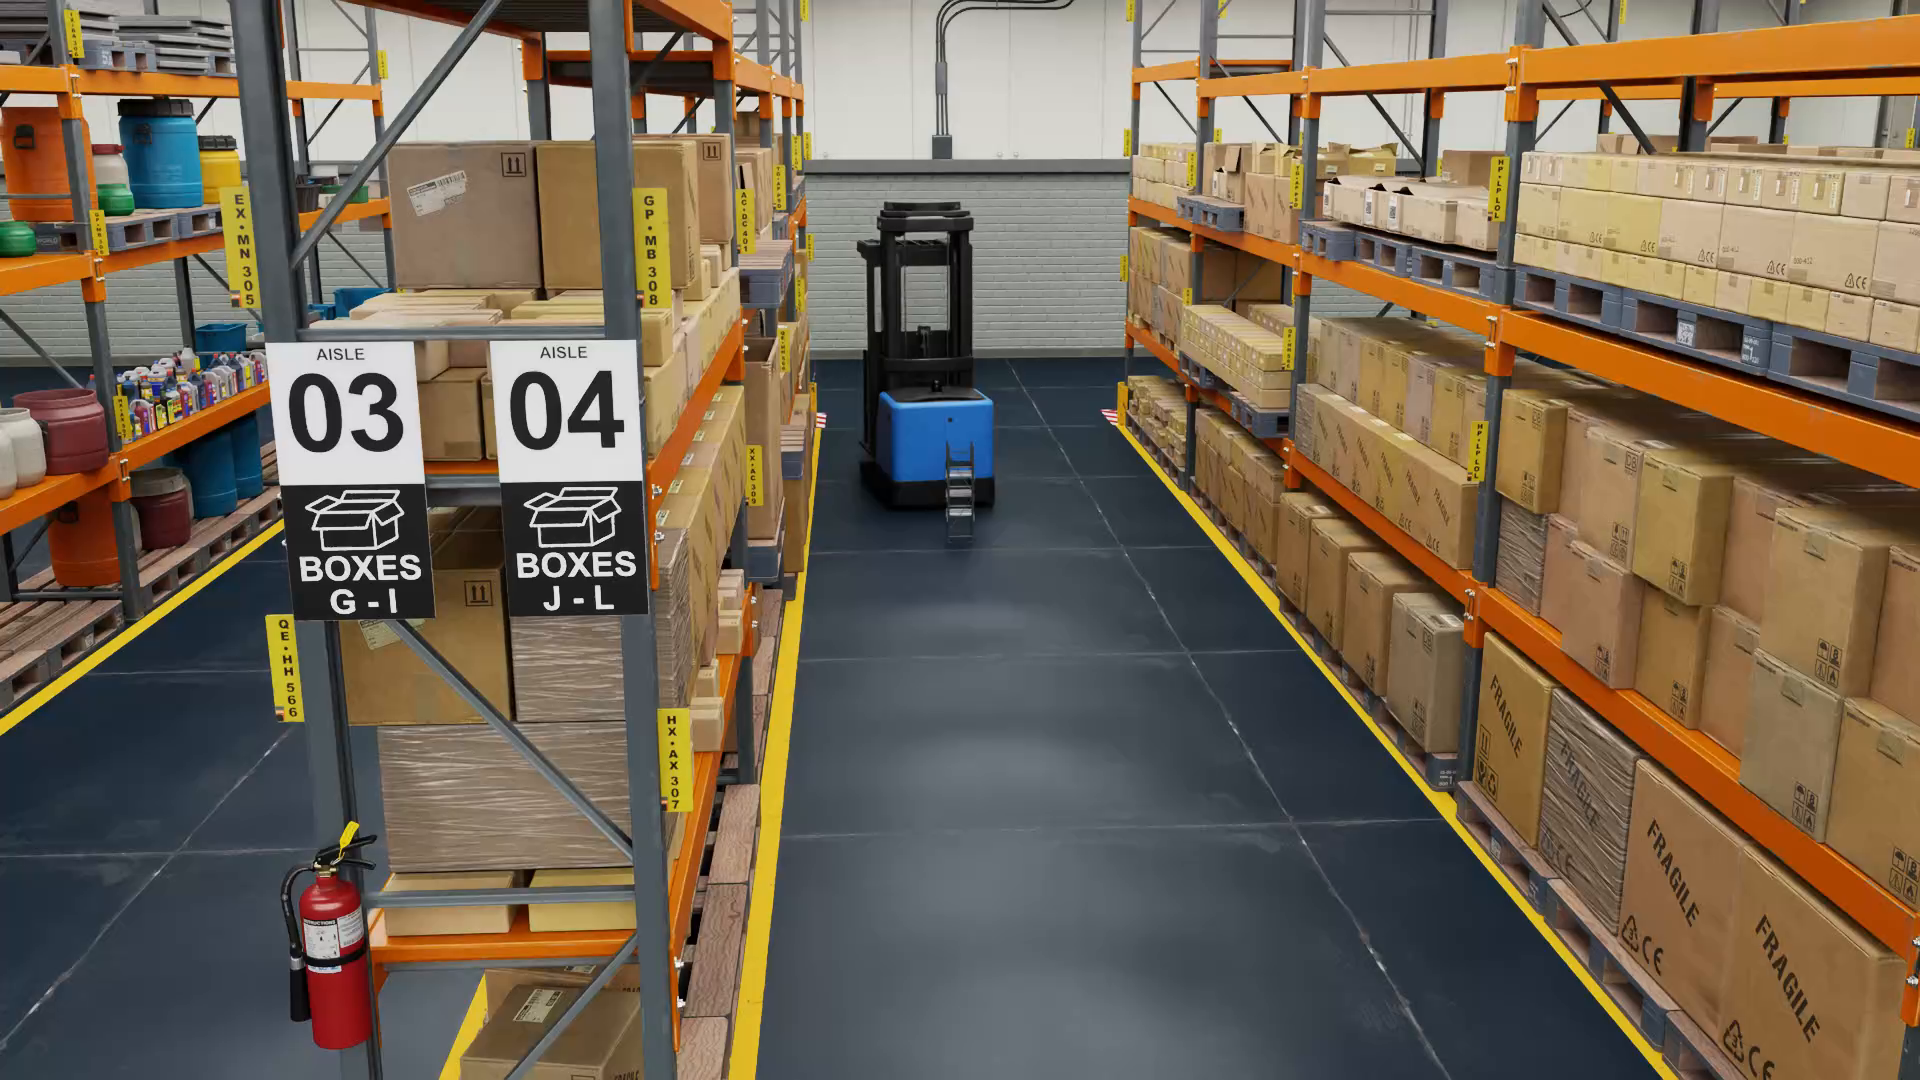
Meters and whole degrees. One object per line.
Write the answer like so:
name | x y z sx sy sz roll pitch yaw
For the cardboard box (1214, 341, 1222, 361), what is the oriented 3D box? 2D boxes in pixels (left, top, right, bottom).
cardboard box | 2.487 -1.684 14.840 0.380 0.149 0.250 -1 14 -5

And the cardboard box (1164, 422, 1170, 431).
cardboard box | 2.469 -1.253 18.382 0.380 0.149 0.250 -1 14 -2

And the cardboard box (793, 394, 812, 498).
cardboard box | -2.075 -0.917 16.214 1.225 0.875 0.875 -1 14 -3

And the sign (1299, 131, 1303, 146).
sign | 3.376 -3.856 16.368 0.100 0.325 0.005 -1 14 -3

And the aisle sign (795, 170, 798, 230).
aisle sign | -2.087 -4.177 20.249 0.394 0.787 0.004 -1 14 -3

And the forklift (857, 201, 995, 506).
forklift | -0.465 -2.075 17.433 1.130 2.935 3.031 -3 15 -12

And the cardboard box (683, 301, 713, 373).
cardboard box | -1.265 -0.801 6.626 0.500 0.250 0.500 0 14 -2

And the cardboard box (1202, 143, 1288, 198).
cardboard box | 2.736 -3.561 16.007 0.700 0.500 0.500 -1 14 -3

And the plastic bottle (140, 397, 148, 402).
plastic bottle | -6.603 -1.023 13.466 0.097 0.271 0.097 0 14 0

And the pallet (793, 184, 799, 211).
pallet | -2.175 -3.514 17.047 1.003 0.211 1.213 -1 14 -3

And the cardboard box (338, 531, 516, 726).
cardboard box | -1.672 0.274 5.362 0.500 0.500 0.500 -1 14 -3

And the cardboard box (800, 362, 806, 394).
cardboard box | -2.151 -1.465 18.344 0.875 0.875 0.875 -1 14 -3

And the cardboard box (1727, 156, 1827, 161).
cardboard box | 3.704 -1.658 7.516 0.380 0.149 0.250 -1 14 -2

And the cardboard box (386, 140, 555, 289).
cardboard box | -1.739 -1.185 6.017 0.500 0.500 0.500 -1 14 -3

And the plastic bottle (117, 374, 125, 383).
plastic bottle | -7.378 -1.324 14.634 0.097 0.271 0.097 0 14 0

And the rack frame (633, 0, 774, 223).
rack frame | -1.887 -3.812 12.005 1.000 3.000 0.127 -1 14 -3

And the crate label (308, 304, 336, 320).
crate label | -7.639 -2.701 19.943 0.416 0.233 0.303 -1 14 -3

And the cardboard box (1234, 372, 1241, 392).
cardboard box | 2.539 -1.343 14.110 0.380 0.149 0.250 -1 14 -4

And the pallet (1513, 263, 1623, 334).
pallet | 3.358 -1.169 7.932 1.003 0.211 1.213 -1 14 -3

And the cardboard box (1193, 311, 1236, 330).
cardboard box | 2.424 -2.084 15.798 0.380 0.149 0.250 -1 14 -3

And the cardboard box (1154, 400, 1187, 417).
cardboard box | 2.386 -1.471 18.632 0.380 0.149 0.250 -1 14 -5

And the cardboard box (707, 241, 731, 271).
cardboard box | -1.330 -1.408 8.184 0.380 0.149 0.250 0 14 -2

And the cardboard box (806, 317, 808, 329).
cardboard box | -1.999 -2.563 19.697 0.380 0.149 0.250 -1 14 -3

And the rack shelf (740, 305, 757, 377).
rack shelf | -1.763 -1.513 10.535 1.077 0.370 4.000 -1 14 -3

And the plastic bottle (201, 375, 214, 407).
plastic bottle | -6.594 -1.311 14.559 0.061 0.283 0.133 -1 14 -3

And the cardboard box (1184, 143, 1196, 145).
cardboard box | 2.823 -4.558 19.422 0.380 0.149 0.250 -1 14 -5

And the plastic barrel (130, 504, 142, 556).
plastic barrel | -7.002 -0.089 13.725 0.421 0.512 0.421 0 14 0

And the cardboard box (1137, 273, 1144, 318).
cardboard box | 2.385 -2.891 19.669 0.500 0.500 0.500 -1 14 -3

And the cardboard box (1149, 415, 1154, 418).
cardboard box | 2.425 -1.382 19.480 0.380 0.149 0.250 -1 14 -3

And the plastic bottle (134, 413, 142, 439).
plastic bottle | -6.520 -0.900 13.125 0.097 0.201 0.097 0 14 0

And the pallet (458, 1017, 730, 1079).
pallet | -1.411 2.212 6.228 1.003 0.211 1.213 -1 14 -3

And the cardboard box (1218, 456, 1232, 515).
cardboard box | 2.684 -0.496 15.331 0.500 0.500 0.500 -1 14 -2

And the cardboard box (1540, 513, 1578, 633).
cardboard box | 3.409 0.193 8.181 0.875 0.550 0.550 -1 14 -3

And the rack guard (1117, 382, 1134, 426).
rack guard | 2.579 -1.718 20.923 1.175 0.500 0.348 -1 14 -3

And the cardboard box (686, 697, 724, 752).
cardboard box | -1.167 0.756 6.796 0.380 0.149 0.250 -1 14 -3

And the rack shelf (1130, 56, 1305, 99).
rack shelf | 2.698 -5.005 18.094 1.077 0.370 4.000 -1 14 -3

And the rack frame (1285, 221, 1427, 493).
rack frame | 3.070 -0.958 12.952 1.000 3.000 0.127 -1 14 -3

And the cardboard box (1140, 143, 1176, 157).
cardboard box | 2.309 -4.546 19.377 0.380 0.149 0.250 -1 14 -4

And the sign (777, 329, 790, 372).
sign | -1.346 -1.439 12.660 0.100 0.325 0.005 -1 14 -3

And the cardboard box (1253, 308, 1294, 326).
cardboard box | 3.060 -2.159 16.087 0.380 0.149 0.250 -1 14 -5

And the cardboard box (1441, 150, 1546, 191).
cardboard box | 3.457 -2.283 10.838 0.500 0.500 0.500 -1 14 -3

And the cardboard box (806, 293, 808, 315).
cardboard box | -2.087 -2.851 20.014 0.500 0.250 0.500 -1 14 -4

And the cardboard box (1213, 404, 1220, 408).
cardboard box | 3.012 -1.413 18.406 0.380 0.149 0.250 -1 14 -2

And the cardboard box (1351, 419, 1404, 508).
cardboard box | 2.922 -0.514 11.029 0.500 0.500 0.500 -1 14 -4

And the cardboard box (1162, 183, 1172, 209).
cardboard box | 2.471 -3.701 17.896 0.500 0.250 0.500 -1 14 -4

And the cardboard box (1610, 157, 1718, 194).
cardboard box | 3.066 -1.583 7.221 0.380 0.149 0.250 -1 14 -3

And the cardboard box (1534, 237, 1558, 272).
cardboard box | 3.019 -1.385 8.056 0.380 0.149 0.250 -1 14 -3

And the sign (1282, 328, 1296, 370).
sign | 2.529 -1.469 12.776 0.100 0.325 0.005 -1 14 -3

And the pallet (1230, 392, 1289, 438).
pallet | 2.920 -1.040 13.658 1.213 0.211 1.003 -1 14 -3

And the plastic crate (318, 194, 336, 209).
plastic crate | -6.950 -3.634 17.864 0.437 0.136 0.530 -1 14 -3

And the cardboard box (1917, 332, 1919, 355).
cardboard box | 3.207 -0.628 5.113 0.380 0.149 0.250 -1 14 -4

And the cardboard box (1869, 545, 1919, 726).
cardboard box | 3.581 0.343 5.427 0.875 0.550 0.550 -1 14 -3

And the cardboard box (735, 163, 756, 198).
cardboard box | -1.628 -1.970 9.818 0.797 0.503 0.637 0 14 -1

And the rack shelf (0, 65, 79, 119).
rack shelf | -6.706 -2.696 9.914 1.077 0.370 4.000 -1 14 -3

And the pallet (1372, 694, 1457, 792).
pallet | 3.195 1.197 10.175 1.003 0.211 1.213 -1 14 -3

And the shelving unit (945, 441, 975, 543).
shelving unit | 0.000 -0.438 15.146 0.258 0.900 0.210 -1 14 -3

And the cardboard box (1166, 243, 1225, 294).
cardboard box | 2.486 -2.870 17.582 0.500 0.500 0.500 -1 14 -5
